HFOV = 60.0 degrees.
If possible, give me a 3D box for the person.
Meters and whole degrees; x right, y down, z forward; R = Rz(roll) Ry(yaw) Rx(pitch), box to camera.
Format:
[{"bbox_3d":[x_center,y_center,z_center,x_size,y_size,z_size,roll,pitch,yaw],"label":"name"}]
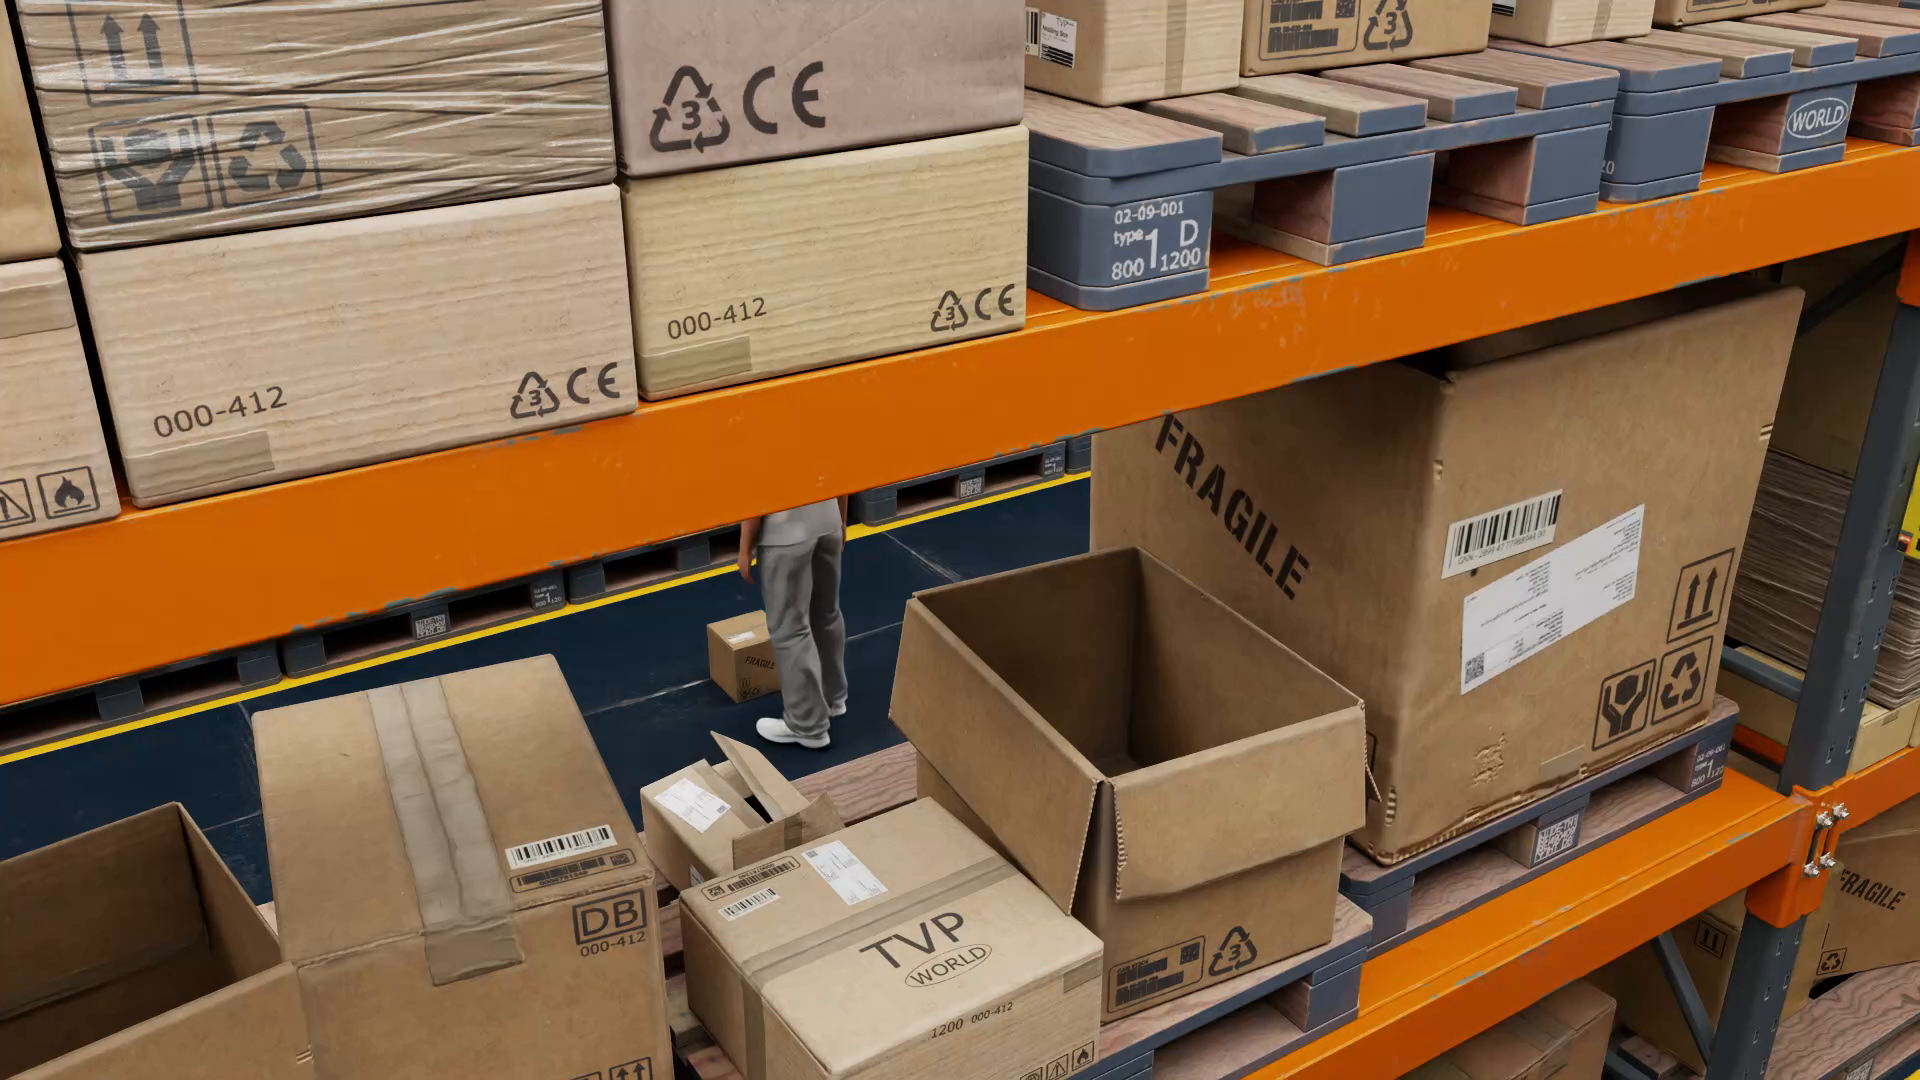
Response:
[{"bbox_3d":[-0.639,-0.023,6.145,0.465,1.672,0.486,22,33,39],"label":"person"}]
